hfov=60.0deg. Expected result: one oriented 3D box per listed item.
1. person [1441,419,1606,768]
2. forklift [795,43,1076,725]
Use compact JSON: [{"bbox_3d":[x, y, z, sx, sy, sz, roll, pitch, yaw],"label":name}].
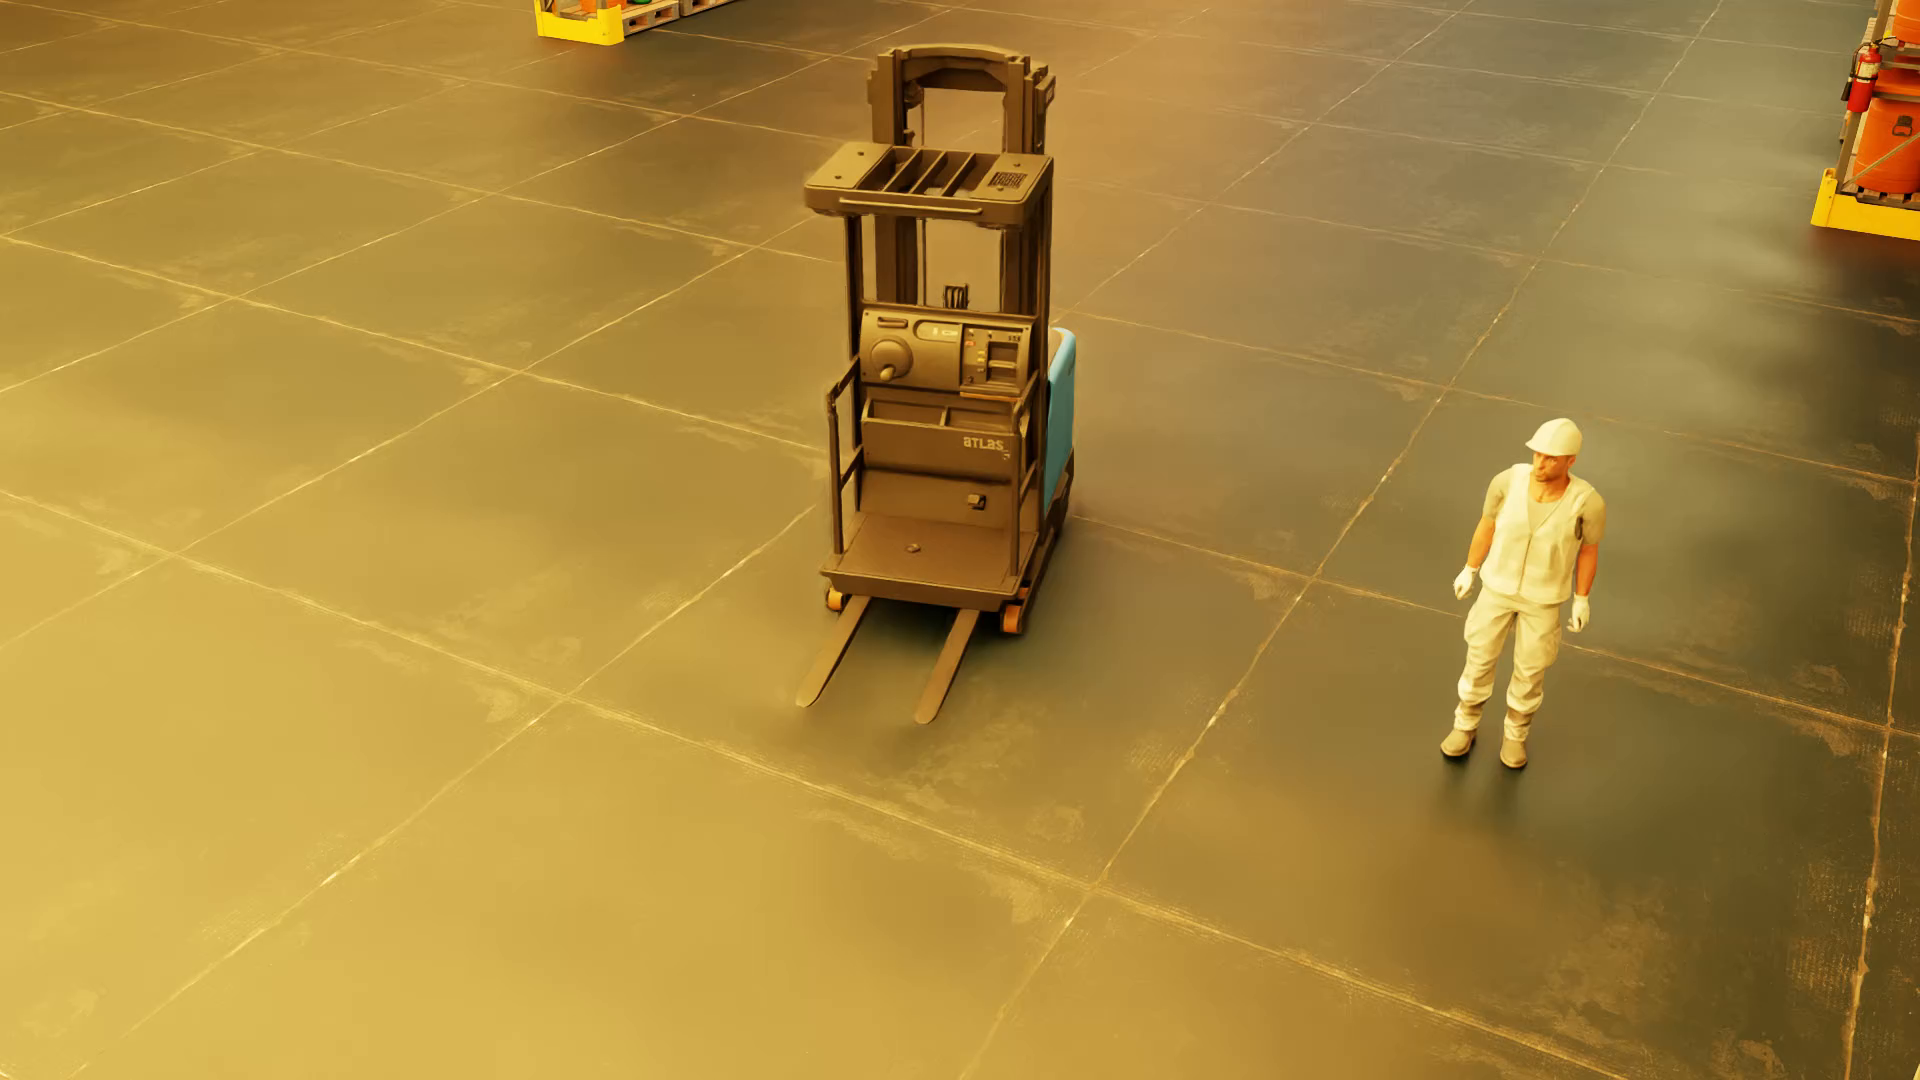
[{"bbox_3d":[2.621,0.258,7.768,0.626,1.794,0.383,15,33,24],"label":"person"},{"bbox_3d":[-0.127,-0.963,8.739,1.130,2.935,3.031,7,31,12],"label":"forklift"}]
